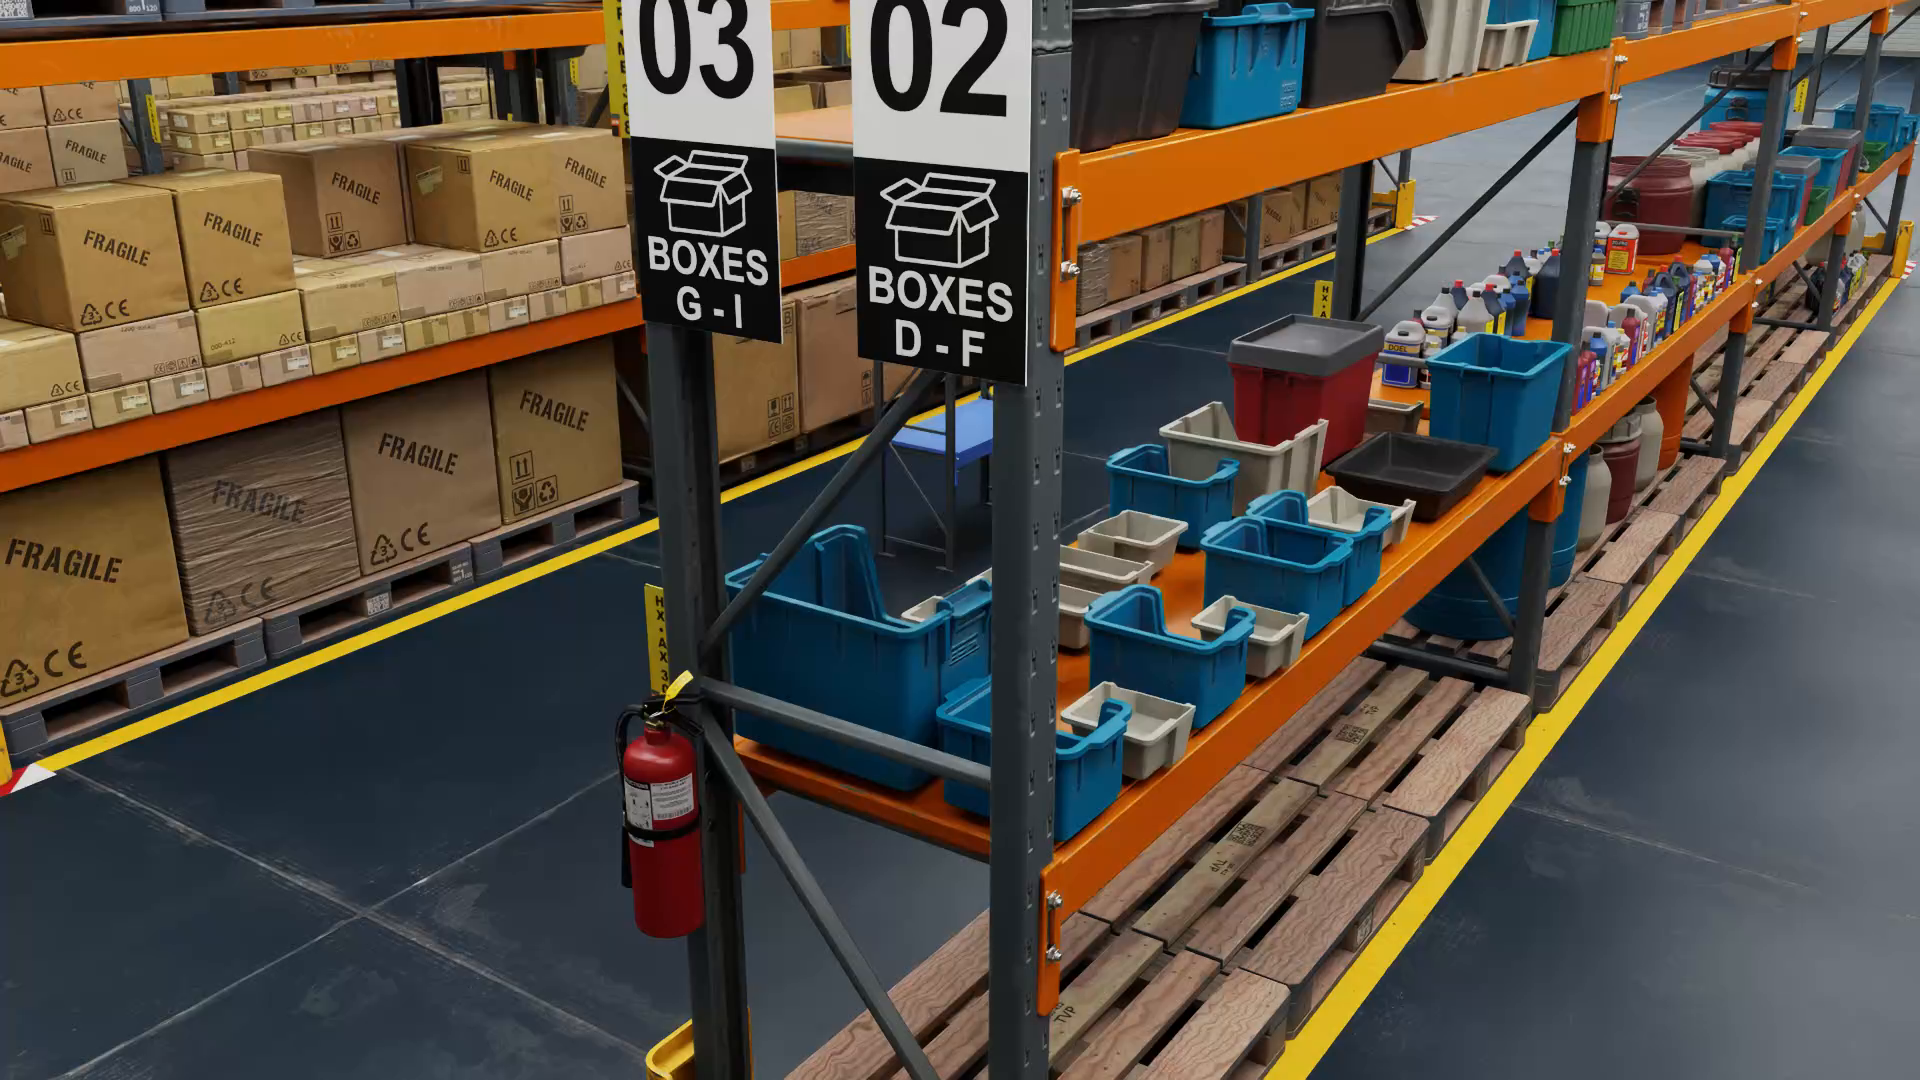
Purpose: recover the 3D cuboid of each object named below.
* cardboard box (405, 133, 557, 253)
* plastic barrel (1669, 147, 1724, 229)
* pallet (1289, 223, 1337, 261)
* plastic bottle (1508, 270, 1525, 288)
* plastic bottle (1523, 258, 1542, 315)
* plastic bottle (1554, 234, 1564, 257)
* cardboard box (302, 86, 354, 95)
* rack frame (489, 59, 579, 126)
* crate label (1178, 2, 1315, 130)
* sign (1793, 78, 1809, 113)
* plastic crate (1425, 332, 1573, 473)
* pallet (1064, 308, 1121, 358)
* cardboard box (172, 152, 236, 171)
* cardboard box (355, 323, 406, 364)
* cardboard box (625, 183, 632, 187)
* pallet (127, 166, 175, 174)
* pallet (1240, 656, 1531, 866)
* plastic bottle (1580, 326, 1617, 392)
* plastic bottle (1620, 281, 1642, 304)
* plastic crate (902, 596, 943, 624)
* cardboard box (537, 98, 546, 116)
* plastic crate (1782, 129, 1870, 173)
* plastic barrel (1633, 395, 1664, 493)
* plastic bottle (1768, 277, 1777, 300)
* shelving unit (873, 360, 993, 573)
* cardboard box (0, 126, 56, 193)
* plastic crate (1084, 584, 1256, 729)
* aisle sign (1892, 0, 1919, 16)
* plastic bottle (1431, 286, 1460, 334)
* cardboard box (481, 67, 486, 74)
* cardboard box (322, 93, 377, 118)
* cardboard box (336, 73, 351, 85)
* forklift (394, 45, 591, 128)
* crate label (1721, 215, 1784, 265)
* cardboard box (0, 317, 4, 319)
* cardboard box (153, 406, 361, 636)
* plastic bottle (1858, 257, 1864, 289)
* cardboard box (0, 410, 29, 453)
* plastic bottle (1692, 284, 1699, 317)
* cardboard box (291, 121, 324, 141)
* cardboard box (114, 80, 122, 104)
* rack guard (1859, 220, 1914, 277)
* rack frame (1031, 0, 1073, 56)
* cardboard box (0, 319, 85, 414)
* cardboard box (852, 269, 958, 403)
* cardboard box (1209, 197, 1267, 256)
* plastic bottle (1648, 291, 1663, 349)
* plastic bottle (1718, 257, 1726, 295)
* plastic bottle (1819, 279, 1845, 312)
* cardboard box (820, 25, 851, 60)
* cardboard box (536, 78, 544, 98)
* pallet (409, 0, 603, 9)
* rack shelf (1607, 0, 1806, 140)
[{"bbox_3d":[-2.415,-1.762,8.412,0.500,0.500,0.500,14,24,32],"label":"cardboard box"},{"bbox_3d":[4.891,-2.360,11.160,0.421,0.512,0.421,0,20,0],"label":"plastic barrel"},{"bbox_3d":[3.438,-3.207,17.630,1.003,0.211,1.213,13,24,32],"label":"pallet"},{"bbox_3d":[2.821,-1.238,8.473,0.097,0.271,0.097,0,20,0],"label":"plastic bottle"},{"bbox_3d":[2.962,-1.333,8.723,0.152,0.276,0.135,13,24,32],"label":"plastic bottle"},{"bbox_3d":[3.369,-1.572,9.359,0.061,0.283,0.133,13,24,32],"label":"plastic bottle"},{"bbox_3d":[-5.190,-3.627,13.647,0.380,0.149,0.250,13,24,31],"label":"cardboard box"},{"bbox_3d":[-3.889,-3.812,15.247,1.000,3.000,0.127,13,24,32],"label":"rack frame"},{"bbox_3d":[0.541,-1.093,3.788,0.408,0.251,0.502,13,24,32],"label":"crate label"},{"bbox_3d":[8.297,-4.384,16.393,0.100,0.325,0.005,13,24,32],"label":"sign"},{"bbox_3d":[2.023,-0.522,6.290,0.392,0.384,0.575,13,24,32],"label":"plastic crate"},{"bbox_3d":[0.597,-1.732,13.643,1.003,0.211,1.213,13,24,32],"label":"pallet"},{"bbox_3d":[-5.536,-2.767,12.178,0.380,0.149,0.250,12,23,29],"label":"cardboard box"},{"bbox_3d":[-2.859,-0.957,7.892,0.380,0.149,0.250,14,24,33],"label":"cardboard box"},{"bbox_3d":[-2.055,-1.903,9.941,0.500,0.500,0.500,13,24,32],"label":"cardboard box"},{"bbox_3d":[-5.588,-2.765,12.694,1.003,0.211,1.213,13,24,32],"label":"pallet"},{"bbox_3d":[1.623,0.824,6.733,1.003,0.211,1.213,13,24,32],"label":"pallet"},{"bbox_3d":[2.785,-0.808,7.303,0.152,0.276,0.135,13,24,32],"label":"plastic bottle"},{"bbox_3d":[3.308,-1.145,8.221,0.097,0.271,0.097,0,20,0],"label":"plastic bottle"},{"bbox_3d":[0.064,0.272,4.500,0.396,0.136,0.243,13,24,32],"label":"plastic crate"},{"bbox_3d":[-3.790,-3.800,14.543,0.380,0.149,0.250,14,24,33],"label":"cardboard box"},{"bbox_3d":[6.900,-3.094,13.395,0.767,0.338,0.504,13,24,32],"label":"plastic crate"},{"bbox_3d":[3.748,-0.557,9.428,0.421,0.512,0.421,0,20,0],"label":"plastic barrel"},{"bbox_3d":[6.869,-2.201,14.183,0.152,0.276,0.135,13,24,32],"label":"plastic bottle"},{"bbox_3d":[0.048,-0.728,9.071,0.538,1.500,1.048,13,24,32],"label":"shelving unit"},{"bbox_3d":[-6.469,-2.508,11.149,0.500,0.500,0.500,13,24,30],"label":"cardboard box"},{"bbox_3d":[0.536,0.300,4.284,0.416,0.233,0.300,13,24,32],"label":"plastic crate"},{"bbox_3d":[9.036,-5.327,15.596,0.394,0.787,0.004,13,24,32],"label":"aisle sign"},{"bbox_3d":[2.250,-1.007,7.734,0.144,0.351,0.185,13,24,32],"label":"plastic bottle"},{"bbox_3d":[-5.852,-5.774,20.308,0.380,0.149,0.250,14,24,33],"label":"cardboard box"},{"bbox_3d":[-4.810,-3.417,13.079,0.380,0.149,0.250,14,25,34],"label":"cardboard box"},{"bbox_3d":[-7.082,-5.188,18.724,0.380,0.149,0.250,15,25,35],"label":"cardboard box"},{"bbox_3d":[-3.309,-2.643,12.184,1.130,2.935,3.031,4,21,10],"label":"forklift"},{"bbox_3d":[4.799,-1.819,10.101,0.303,0.233,0.416,13,24,32],"label":"crate label"},{"bbox_3d":[-4.288,-0.781,6.839,0.500,0.250,0.500,13,24,31],"label":"cardboard box"},{"bbox_3d":[-3.536,-0.181,7.889,0.875,0.875,0.875,13,24,32],"label":"cardboard box"},{"bbox_3d":[7.837,-2.355,14.600,0.152,0.276,0.135,13,24,30],"label":"plastic bottle"},{"bbox_3d":[-3.869,-0.440,6.493,0.380,0.149,0.250,14,24,32],"label":"cardboard box"},{"bbox_3d":[3.785,-1.266,8.651,0.097,0.201,0.097,0,20,0],"label":"plastic bottle"},{"bbox_3d":[-5.101,-3.130,12.731,0.380,0.149,0.250,12,24,30],"label":"cardboard box"},{"bbox_3d":[-8.658,-4.425,16.401,0.500,0.250,0.500,13,24,30],"label":"cardboard box"},{"bbox_3d":[8.746,-2.942,16.498,1.175,0.500,0.348,13,24,32],"label":"rack guard"},{"bbox_3d":[-0.245,-2.368,2.696,1.000,3.000,0.127,13,24,32],"label":"rack frame"},{"bbox_3d":[-3.848,-0.675,6.553,0.500,0.250,0.500,13,24,30],"label":"cardboard box"},{"bbox_3d":[-0.757,-1.568,11.638,1.225,0.875,0.875,13,24,32],"label":"cardboard box"},{"bbox_3d":[2.663,-3.095,16.307,0.500,0.500,0.500,12,24,30],"label":"cardboard box"},{"bbox_3d":[3.318,-1.061,7.994,0.097,0.271,0.097,0,20,0],"label":"plastic bottle"},{"bbox_3d":[4.168,-1.462,9.179,0.097,0.201,0.097,0,20,0],"label":"plastic bottle"},{"bbox_3d":[7.202,-2.031,13.723,0.152,0.276,0.135,14,25,34],"label":"plastic bottle"},{"bbox_3d":[-1.405,-5.636,18.405,0.875,0.550,0.550,13,24,32],"label":"cardboard box"},{"bbox_3d":[-3.786,-3.940,14.493,0.380,0.149,0.250,12,24,30],"label":"cardboard box"},{"bbox_3d":[-2.561,-2.801,8.317,1.003,0.211,1.213,13,24,32],"label":"pallet"},{"bbox_3d":[3.128,-2.346,7.996,1.077,0.370,4.000,13,24,32],"label":"rack shelf"}]
